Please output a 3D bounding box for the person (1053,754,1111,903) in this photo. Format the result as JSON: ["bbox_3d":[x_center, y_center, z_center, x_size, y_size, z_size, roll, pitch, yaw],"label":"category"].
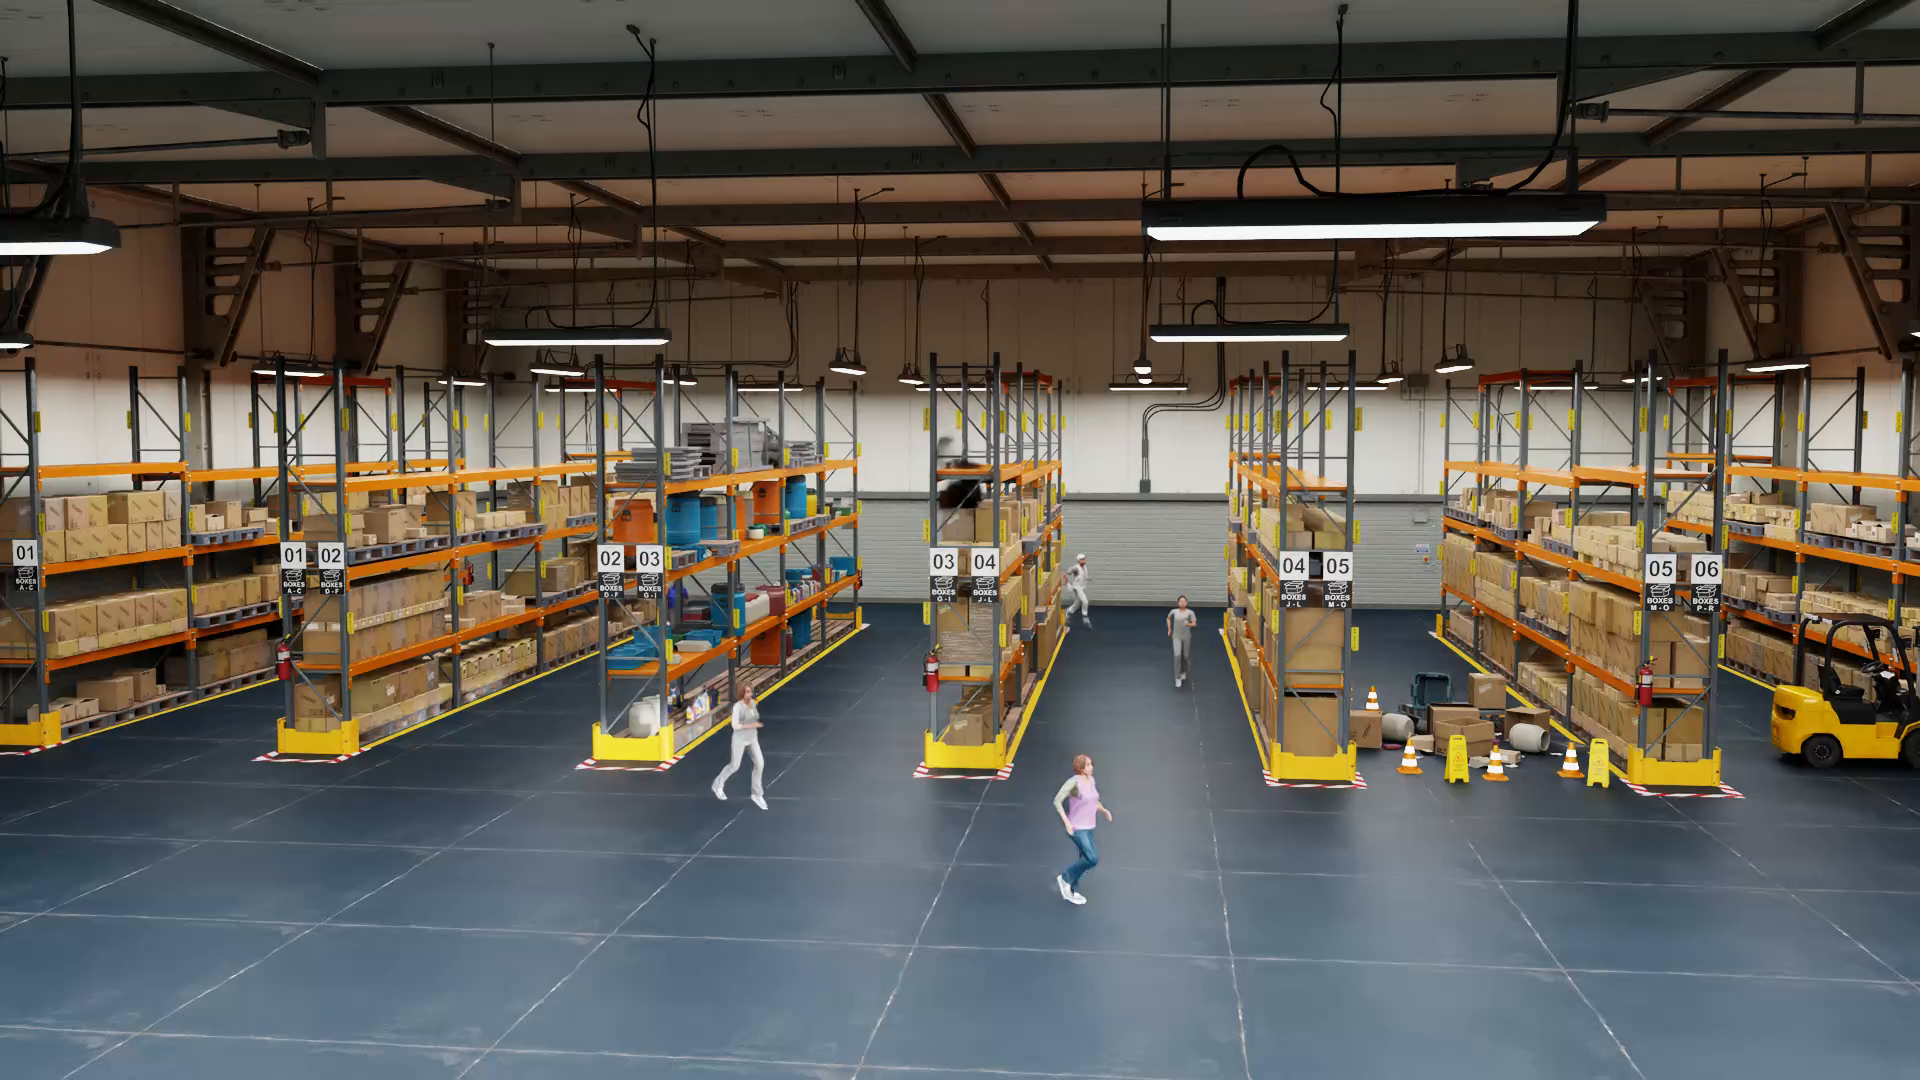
[{"bbox_3d":[1.292,2.999,17.263,0.530,1.567,0.545,3,5,34],"label":"person"}]

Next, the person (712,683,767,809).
[{"bbox_3d":[-2.850,2.669,21.720,0.848,1.633,0.548,3,5,37],"label":"person"}]

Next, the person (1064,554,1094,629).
[{"bbox_3d":[2.909,1.237,40.688,0.933,1.811,0.678,3,5,32],"label":"person"}]

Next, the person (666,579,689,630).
[{"bbox_3d":[-6.270,1.642,36.778,0.562,1.520,0.561,0,4,5],"label":"person"}]

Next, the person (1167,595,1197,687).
[{"bbox_3d":[4.236,1.904,31.764,0.546,1.701,0.879,0,4,3],"label":"person"}]
